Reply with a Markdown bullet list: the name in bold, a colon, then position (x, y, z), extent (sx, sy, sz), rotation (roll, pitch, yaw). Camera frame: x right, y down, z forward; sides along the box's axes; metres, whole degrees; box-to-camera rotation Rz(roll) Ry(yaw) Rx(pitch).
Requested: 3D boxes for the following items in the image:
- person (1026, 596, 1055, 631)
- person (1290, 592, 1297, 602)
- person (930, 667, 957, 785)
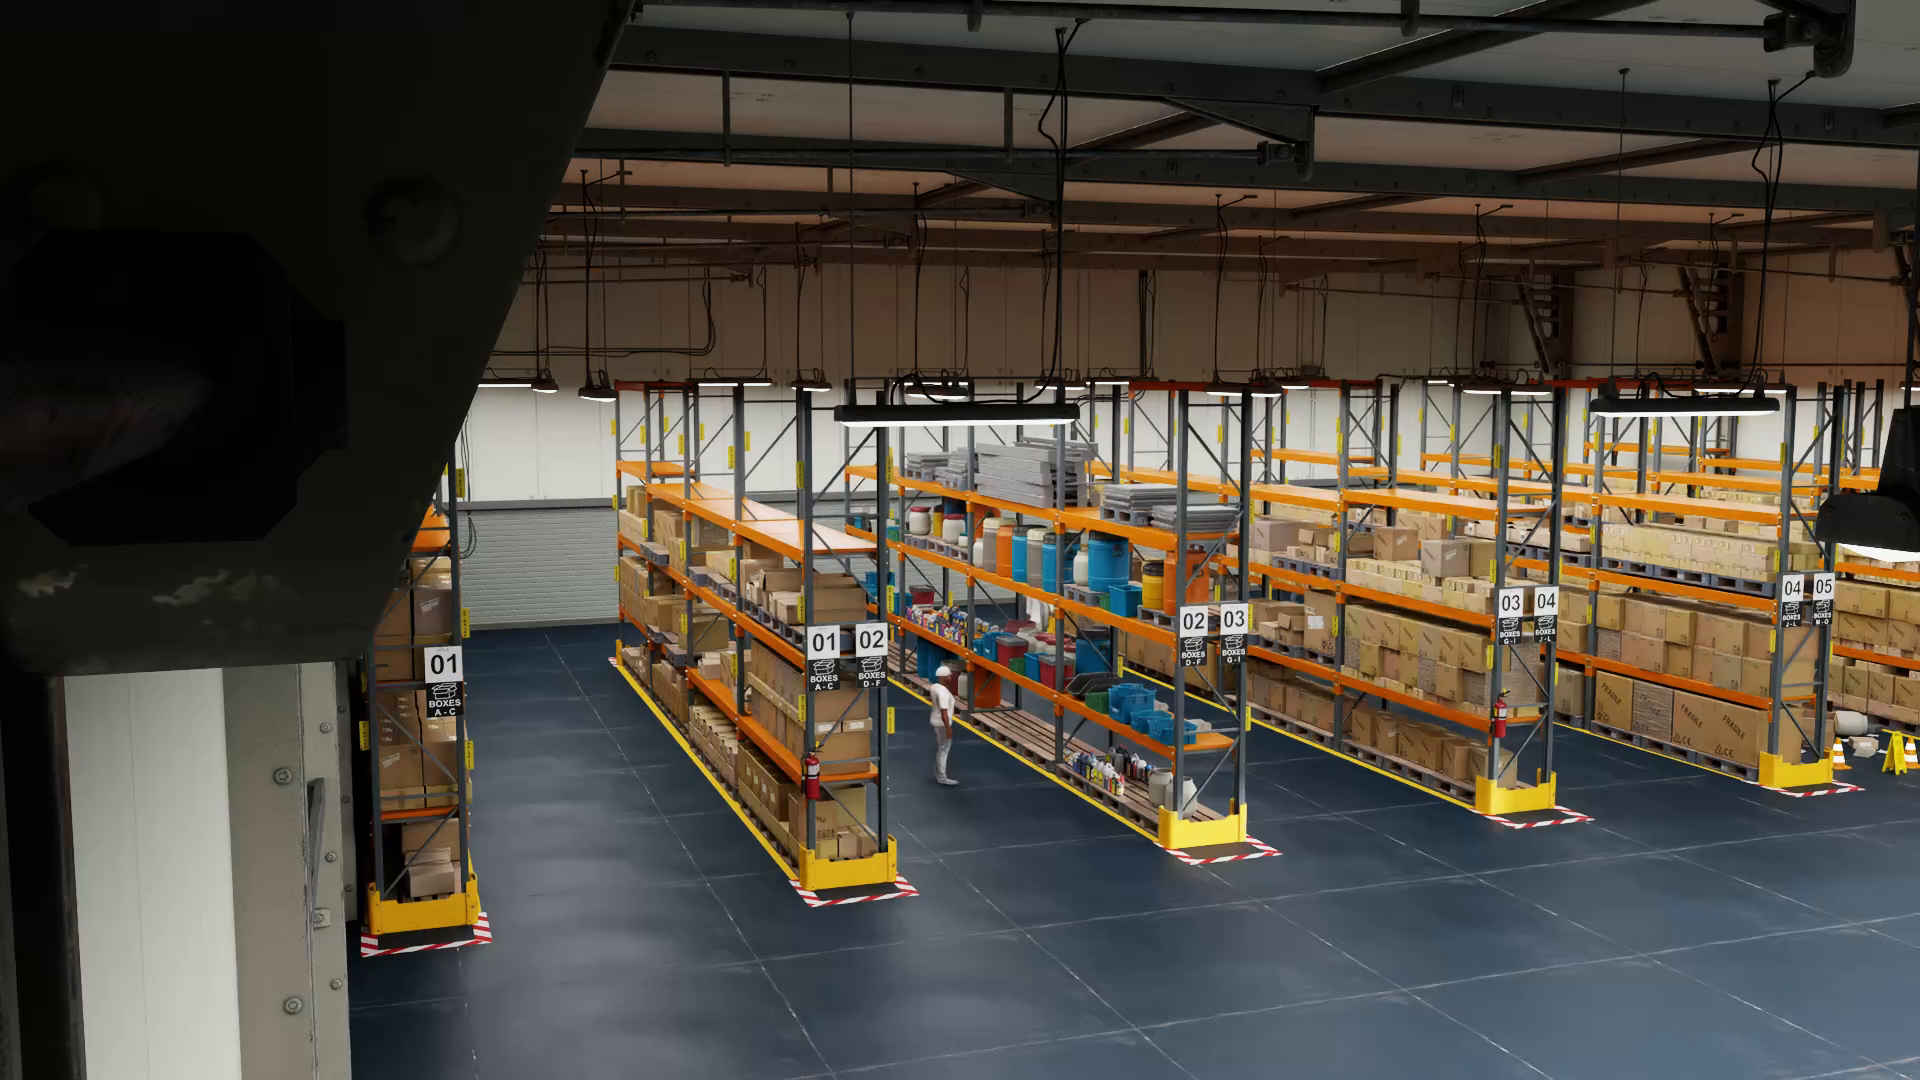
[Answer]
- **person**: position (1.796, 1.611, 36.282), extent (0.568, 1.713, 1.125), rotation (-2, 6, -21)
- **person**: position (8.751, 0.978, 42.555), extent (1.011, 1.728, 0.597), rotation (-5, 8, -37)
- **person**: position (-0.254, 2.833, 25.159), extent (0.370, 1.842, 0.638), rotation (-1, 6, -11)
